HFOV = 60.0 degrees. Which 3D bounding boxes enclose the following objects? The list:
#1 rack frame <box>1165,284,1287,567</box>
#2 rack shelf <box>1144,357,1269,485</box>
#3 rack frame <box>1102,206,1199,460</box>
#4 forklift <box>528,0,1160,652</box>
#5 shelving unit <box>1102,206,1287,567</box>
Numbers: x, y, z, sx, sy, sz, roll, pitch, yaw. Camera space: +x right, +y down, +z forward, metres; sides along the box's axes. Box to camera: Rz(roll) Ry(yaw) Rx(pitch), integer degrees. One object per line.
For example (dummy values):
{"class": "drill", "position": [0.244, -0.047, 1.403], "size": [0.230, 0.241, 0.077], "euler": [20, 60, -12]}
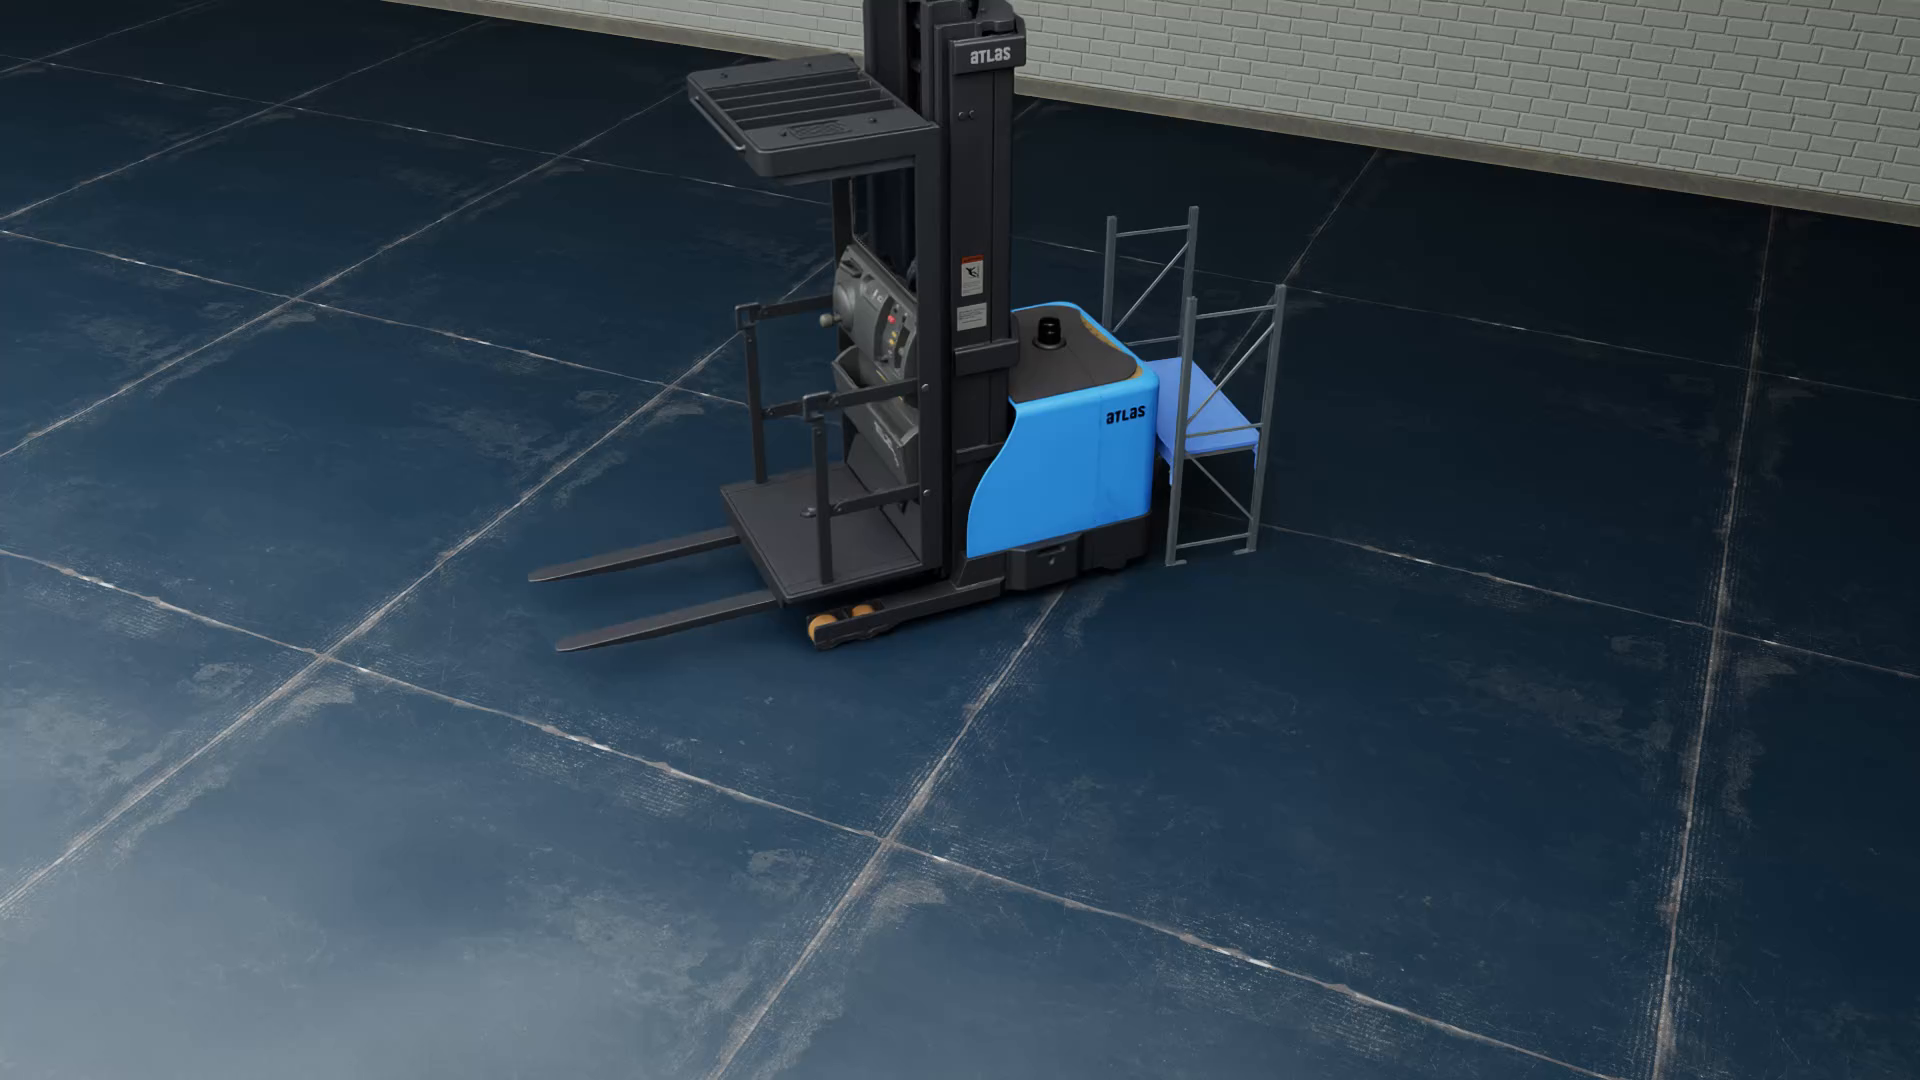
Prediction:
{"class": "rack frame", "position": [1.298, -0.535, 8.199], "size": [0.500, 1.500, 0.032], "euler": [-9, 34, -14]}
{"class": "rack shelf", "position": [1.150, -0.652, 8.704], "size": [0.538, 0.185, 1.000], "euler": [-9, 34, -14]}
{"class": "rack frame", "position": [1.001, -1.069, 9.012], "size": [0.500, 1.500, 0.032], "euler": [-9, 34, -14]}
{"class": "forklift", "position": [-0.582, -1.033, 7.653], "size": [3.031, 2.935, 1.130], "euler": [-14, 36, -20]}
{"class": "shelving unit", "position": [1.150, -0.802, 8.605], "size": [0.538, 1.500, 1.048], "euler": [-9, 34, -14]}
